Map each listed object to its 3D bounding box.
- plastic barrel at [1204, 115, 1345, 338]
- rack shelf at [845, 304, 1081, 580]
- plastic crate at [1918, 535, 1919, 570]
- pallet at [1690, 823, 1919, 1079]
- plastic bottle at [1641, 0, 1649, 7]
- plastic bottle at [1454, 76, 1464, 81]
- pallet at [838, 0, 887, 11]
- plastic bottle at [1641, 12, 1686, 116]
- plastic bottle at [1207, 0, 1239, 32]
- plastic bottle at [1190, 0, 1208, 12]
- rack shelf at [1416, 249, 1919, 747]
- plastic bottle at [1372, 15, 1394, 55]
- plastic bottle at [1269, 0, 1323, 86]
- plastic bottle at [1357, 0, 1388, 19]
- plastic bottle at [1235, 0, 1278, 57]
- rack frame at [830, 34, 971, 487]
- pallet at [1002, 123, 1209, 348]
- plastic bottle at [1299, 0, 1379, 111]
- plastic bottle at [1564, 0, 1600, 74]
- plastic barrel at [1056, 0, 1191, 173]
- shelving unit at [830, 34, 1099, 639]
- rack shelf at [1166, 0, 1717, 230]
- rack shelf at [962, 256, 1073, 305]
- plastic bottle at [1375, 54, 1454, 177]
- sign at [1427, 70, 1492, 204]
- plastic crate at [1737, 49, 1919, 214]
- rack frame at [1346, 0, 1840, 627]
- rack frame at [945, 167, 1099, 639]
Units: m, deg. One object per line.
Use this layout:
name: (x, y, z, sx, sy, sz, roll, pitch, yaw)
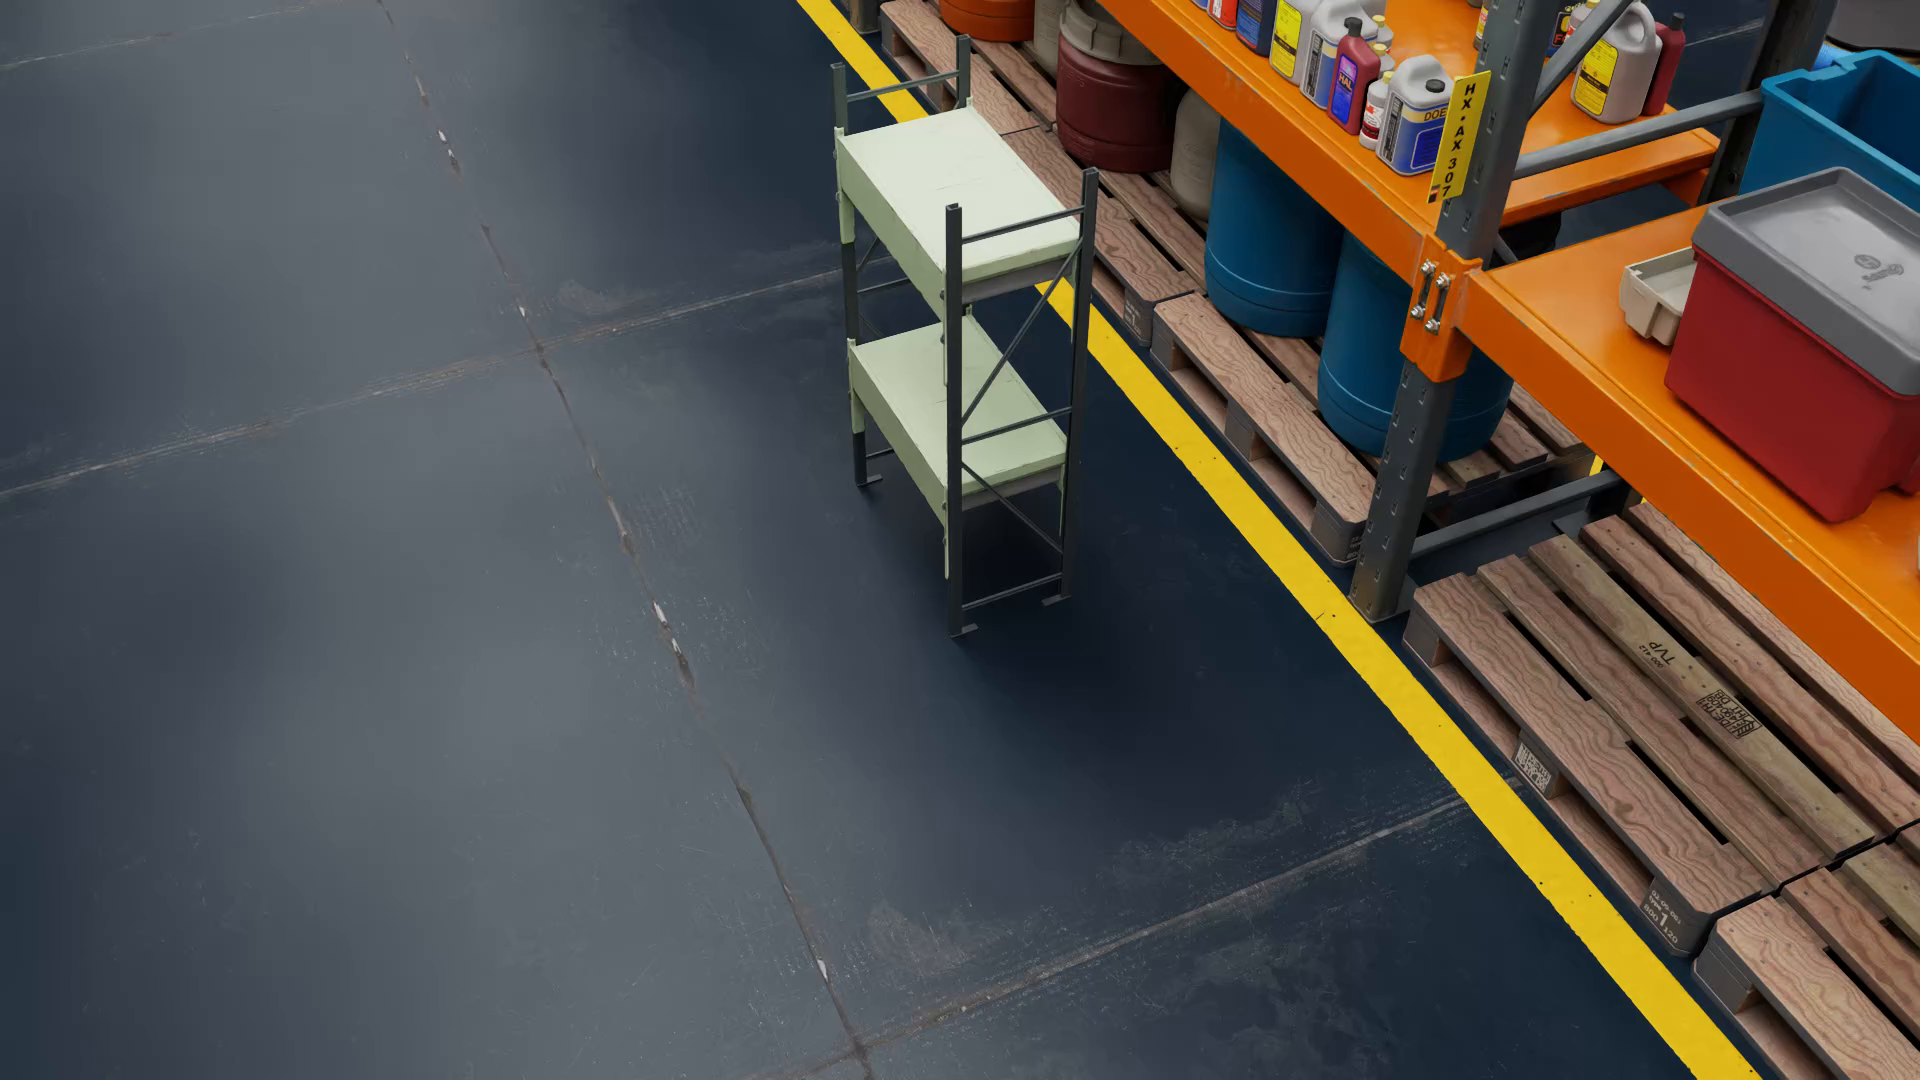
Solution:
plastic barrel: (1.146, -1.200, 5.525, 0.600, 0.901, 0.708, -18, 47, -17)
rack shelf: (-0.003, -0.306, 4.957, 0.431, 0.370, 0.720, -18, 47, -17)
plastic crate: (2.132, 0.054, 3.101, 0.437, 0.282, 0.530, -18, 47, -17)
pallet: (2.519, 1.234, 3.849, 1.003, 0.211, 1.213, -18, 47, -17)
plastic bottle: (1.834, -1.398, 4.614, 0.061, 0.283, 0.133, -18, 47, -17)
plastic bottle: (1.304, -1.128, 4.399, 0.097, 0.201, 0.097, 0, 45, 0)
pallet: (-0.315, -3.056, 8.197, 1.003, 0.211, 1.213, -18, 47, -17)
plastic bottle: (1.890, -1.313, 4.528, 0.061, 0.283, 0.133, -18, 47, -17)
plastic bottle: (0.833, -1.660, 4.885, 0.152, 0.276, 0.135, -18, 47, -17)
plastic bottle: (0.776, -1.746, 4.972, 0.152, 0.276, 0.135, -18, 47, -17)
rack shelf: (2.498, 0.536, 3.083, 1.077, 0.370, 4.000, -18, 47, -17)
plastic bottle: (1.150, -1.361, 4.635, 0.097, 0.201, 0.097, 0, 45, 0)
plastic bottle: (0.974, -1.466, 4.635, 0.144, 0.351, 0.185, -18, 47, -17)
plastic bottle: (1.105, -1.509, 4.678, 0.144, 0.351, 0.185, -18, 47, -17)
plastic bottle: (0.896, -1.584, 4.755, 0.144, 0.351, 0.185, -18, 47, -17)
rack frame: (-0.157, -0.771, 4.964, 0.400, 1.500, 0.023, -18, 47, -17)
pallet: (0.854, -1.284, 6.401, 1.003, 0.211, 1.213, -18, 47, -17)
plastic bottle: (1.045, -1.339, 4.559, 0.152, 0.276, 0.135, -18, 47, -17)
plastic bottle: (1.769, -1.436, 4.712, 0.097, 0.201, 0.097, 0, 45, 0)
plastic barrel: (0.671, -1.808, 6.365, 0.600, 0.588, 0.708, -18, 47, -17)
shelving unit: (-0.003, -0.538, 4.728, 0.431, 1.500, 0.755, -18, 47, -17)
rack shelf: (0.816, -2.082, 5.598, 0.919, 0.124, 3.809, -18, 47, -17)
rack shelf: (-0.003, -0.867, 4.403, 0.332, 0.071, 0.664, -18, 47, -17)
plastic bottle: (1.198, -1.106, 4.323, 0.152, 0.276, 0.135, -18, 47, -17)
sign: (1.157, -0.932, 3.861, 0.100, 0.325, 0.005, -18, 47, -17)
plastic crate: (2.163, -0.813, 3.907, 0.392, 0.384, 0.575, -18, 47, -17)
rack frame: (1.657, -0.994, 4.122, 1.000, 3.000, 0.127, -18, 47, -17)
rack frame: (0.151, -0.305, 4.491, 0.400, 1.500, 0.023, -18, 47, -17)
